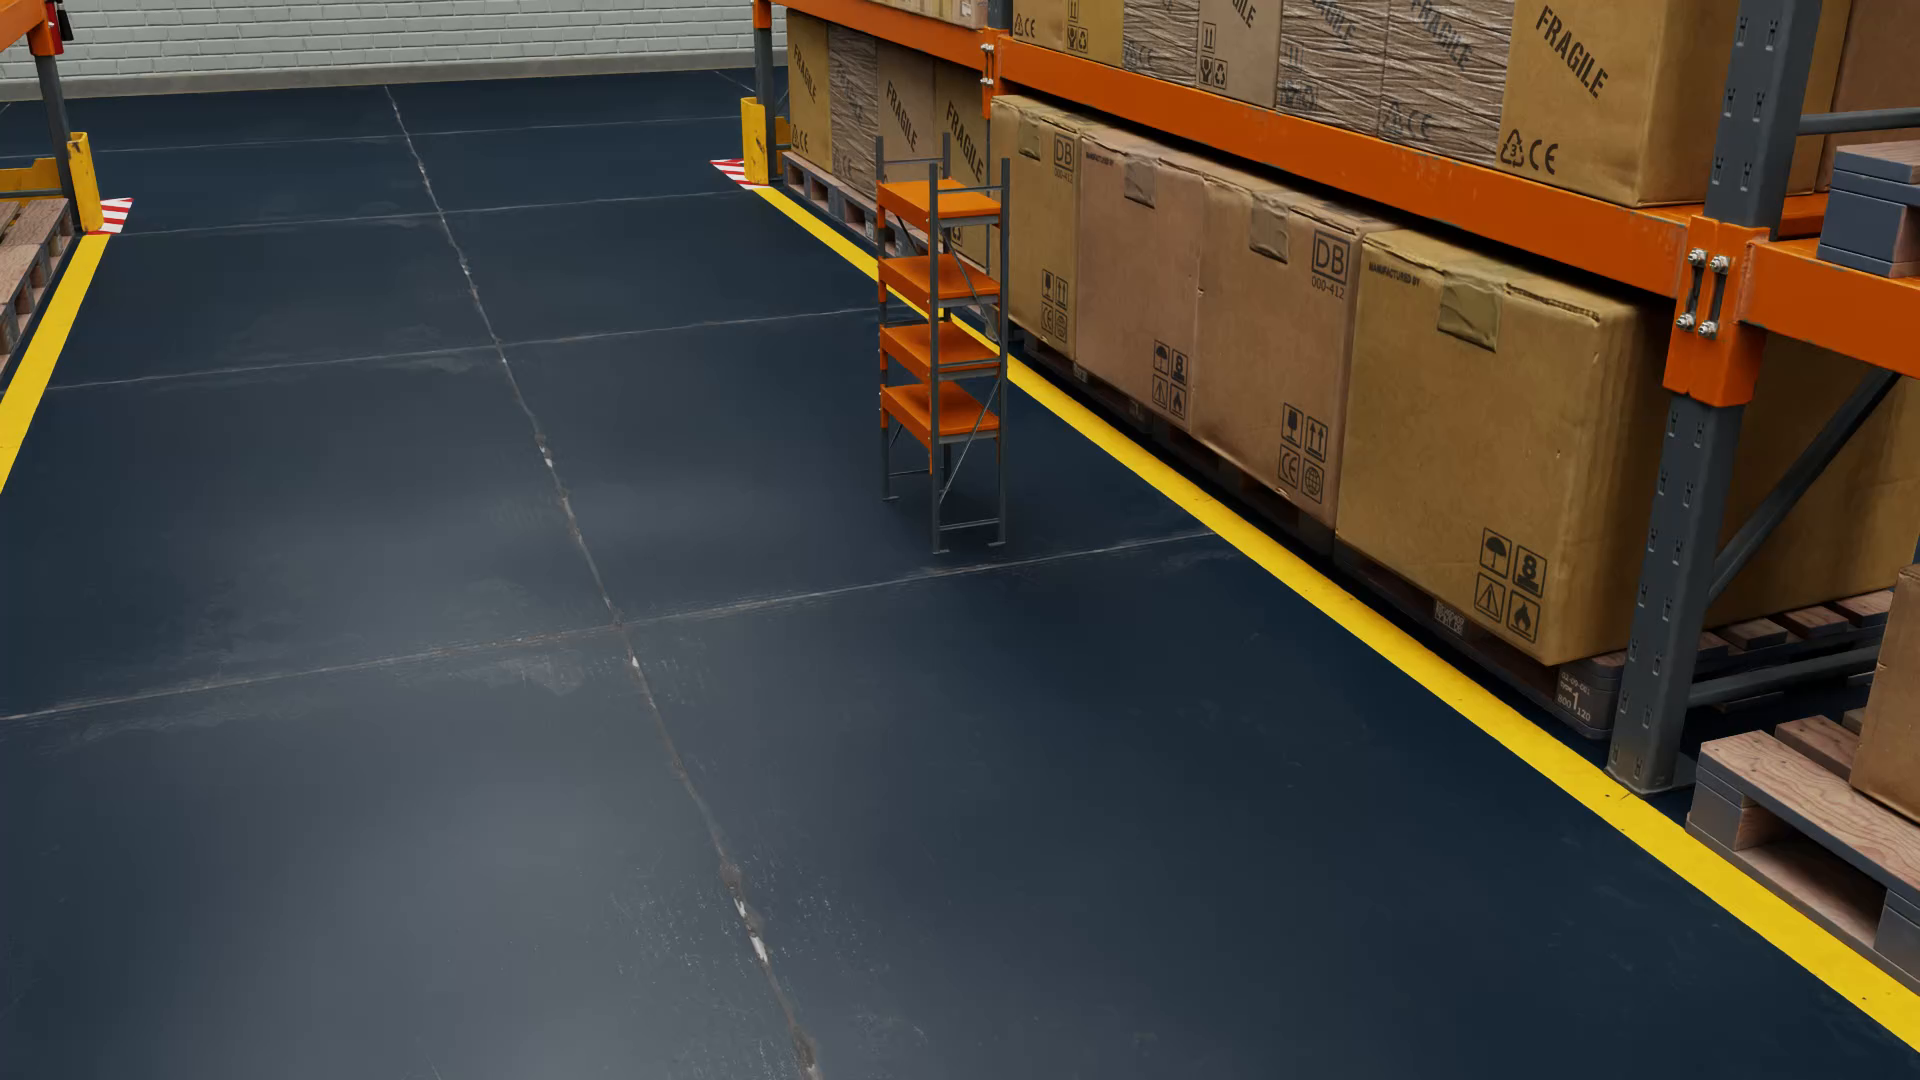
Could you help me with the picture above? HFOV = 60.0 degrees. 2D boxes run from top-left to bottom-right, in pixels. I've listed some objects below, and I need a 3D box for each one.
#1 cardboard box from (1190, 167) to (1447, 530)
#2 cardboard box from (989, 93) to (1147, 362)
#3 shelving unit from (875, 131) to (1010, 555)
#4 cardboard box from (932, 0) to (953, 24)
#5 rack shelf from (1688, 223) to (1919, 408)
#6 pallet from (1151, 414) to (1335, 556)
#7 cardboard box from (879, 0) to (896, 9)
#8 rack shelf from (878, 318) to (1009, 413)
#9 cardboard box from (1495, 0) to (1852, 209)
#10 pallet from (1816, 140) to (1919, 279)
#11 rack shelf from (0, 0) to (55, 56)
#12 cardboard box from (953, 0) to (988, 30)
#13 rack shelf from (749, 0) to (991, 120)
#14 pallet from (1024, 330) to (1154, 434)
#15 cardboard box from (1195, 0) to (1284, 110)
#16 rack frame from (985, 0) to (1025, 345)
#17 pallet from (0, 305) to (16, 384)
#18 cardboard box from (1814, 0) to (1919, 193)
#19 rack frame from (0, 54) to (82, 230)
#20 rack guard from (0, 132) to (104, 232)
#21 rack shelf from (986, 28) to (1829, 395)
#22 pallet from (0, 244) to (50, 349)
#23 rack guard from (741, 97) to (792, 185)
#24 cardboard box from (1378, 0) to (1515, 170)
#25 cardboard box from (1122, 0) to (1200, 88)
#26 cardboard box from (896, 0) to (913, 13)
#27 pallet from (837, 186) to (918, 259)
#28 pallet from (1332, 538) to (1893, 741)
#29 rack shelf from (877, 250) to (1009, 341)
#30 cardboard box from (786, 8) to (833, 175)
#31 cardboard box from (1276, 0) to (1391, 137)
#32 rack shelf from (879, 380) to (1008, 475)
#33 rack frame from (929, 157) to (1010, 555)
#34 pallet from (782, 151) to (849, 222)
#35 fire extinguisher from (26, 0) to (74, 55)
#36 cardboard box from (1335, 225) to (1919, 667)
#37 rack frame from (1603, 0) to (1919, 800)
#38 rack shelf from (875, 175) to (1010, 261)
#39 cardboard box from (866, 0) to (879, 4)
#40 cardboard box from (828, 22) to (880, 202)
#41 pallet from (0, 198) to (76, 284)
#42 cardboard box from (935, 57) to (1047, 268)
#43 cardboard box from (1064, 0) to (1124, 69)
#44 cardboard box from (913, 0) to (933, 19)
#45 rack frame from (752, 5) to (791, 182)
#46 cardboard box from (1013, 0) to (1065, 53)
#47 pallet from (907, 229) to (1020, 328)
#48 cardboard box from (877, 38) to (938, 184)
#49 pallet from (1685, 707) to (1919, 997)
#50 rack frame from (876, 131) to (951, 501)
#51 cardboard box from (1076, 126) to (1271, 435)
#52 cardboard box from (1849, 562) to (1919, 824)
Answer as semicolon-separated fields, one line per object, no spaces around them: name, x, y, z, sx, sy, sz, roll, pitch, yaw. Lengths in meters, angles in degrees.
cardboard box;1.482;-0.668;5.168;1.225;0.875;0.875;-8;24;-19
cardboard box;0.846;-1.313;6.699;1.225;0.875;0.875;-8;24;-19
shelving unit;-0.058;-0.613;5.160;0.258;1.200;0.503;-8;24;-19
cardboard box;0.096;-2.372;7.340;0.380;0.149;0.250;-8;24;-18
rack shelf;2.721;0.183;1.880;1.077;0.370;4.000;-8;24;-19
pallet;1.379;-0.330;5.760;1.003;0.211;1.213;-8;24;-19
cardboard box;-0.177;-2.653;8.005;0.380;0.149;0.250;-8;24;-18
rack shelf;-0.058;-0.551;5.186;0.258;0.148;0.480;-8;24;-19
cardboard box;1.608;-1.067;3.790;0.500;0.500;0.500;-8;24;-17
pallet;2.366;-0.543;2.922;1.213;0.211;1.003;-8;24;-19
rack shelf;-4.739;-2.044;7.164;1.077;0.370;4.000;-8;24;-19
cardboard box;0.187;-2.279;7.118;0.380;0.149;0.250;-8;24;-19
rack shelf;-0.105;-2.724;8.777;1.077;0.370;4.000;-8;24;-19
pallet;0.944;-0.774;6.814;1.003;0.211;1.213;-8;24;-19
cardboard box;1.072;-1.622;5.107;0.500;0.500;0.500;-8;24;-18
rack frame;0.601;-2.329;6.913;1.000;3.000;0.127;-8;24;-19
pallet;-4.329;-0.626;6.463;1.003;0.211;1.213;-8;24;-19
cardboard box;2.097;-1.135;3.953;0.500;0.500;0.500;-8;24;-17
rack frame;-5.446;-3.102;8.749;1.000;3.000;0.127;-8;24;-19
rack guard;-5.466;-1.958;9.251;1.175;0.500;0.348;-8;24;-19
rack shelf;1.308;-1.270;5.328;1.077;0.370;4.000;-8;24;-19
pallet;-4.763;-1.070;7.517;1.003;0.211;1.213;-8;24;-19
rack guard;-0.820;-2.639;10.867;1.175;0.500;0.348;-8;24;-19
cardboard box;1.437;-1.249;4.222;0.500;0.500;0.500;-9;24;-19
cardboard box;0.885;-1.809;5.551;0.500;0.500;0.500;-9;24;-20
cardboard box;-0.086;-2.559;7.783;0.380;0.149;0.250;-8;24;-18
pallet;-0.029;-1.775;9.189;1.003;0.211;1.213;-8;24;-19
pallet;1.806;0.113;4.710;1.003;0.211;1.213;-8;24;-19
rack shelf;-0.058;-0.757;5.099;0.258;0.148;0.480;-8;24;-19
cardboard box;-0.511;-2.775;10.167;0.875;0.875;0.875;-8;24;-19
cardboard box;1.251;-1.437;4.668;0.500;0.500;0.500;-9;25;-21
rack shelf;-0.058;-0.368;5.263;0.258;0.148;0.480;-8;24;-19
rack frame;0.028;-0.524;4.949;0.240;1.200;0.015;-8;24;-19
pallet;-0.456;-2.217;10.239;1.003;0.211;1.213;-8;24;-19
fire extinguisher;-5.074;-3.012;9.114;0.296;0.674;0.183;-8;24;-19
cardboard box;1.790;-0.343;4.397;1.225;0.875;0.875;-10;25;-21
rack frame;2.014;-0.875;3.465;1.000;3.000;0.127;-8;24;-19
rack shelf;-0.058;-0.975;5.007;0.258;0.148;0.480;-8;24;-19
cardboard box;-0.267;-2.746;8.226;0.380;0.149;0.250;-9;24;-20
cardboard box;-0.190;-2.444;9.382;0.875;0.875;0.875;-8;24;-19
pallet;-5.191;-1.513;8.567;1.003;0.211;1.213;-8;24;-19
cardboard box;0.443;-1.794;7.839;0.875;0.875;0.875;-8;24;-19
cardboard box;0.708;-1.991;5.982;0.500;0.500;0.500;-8;24;-19
cardboard box;0.005;-2.466;7.561;0.380;0.149;0.250;-9;24;-20
rack frame;-0.812;-3.782;10.361;1.000;3.000;0.127;-8;24;-19
cardboard box;0.530;-2.173;6.416;0.500;0.500;0.500;-8;24;-19
pallet;0.406;-1.331;8.135;1.003;0.211;1.213;-8;24;-19
cardboard box;0.125;-2.121;8.615;0.875;0.875;0.875;-8;24;-19
pallet;2.289;0.694;3.332;1.003;0.211;1.213;-8;24;-19
rack frame;-0.145;-0.702;5.370;0.240;1.200;0.015;-8;24;-19
cardboard box;1.162;-0.989;5.929;1.225;0.875;0.875;-9;25;-21
cardboard box;2.270;0.315;3.294;0.700;0.500;0.500;-10;25;-22
